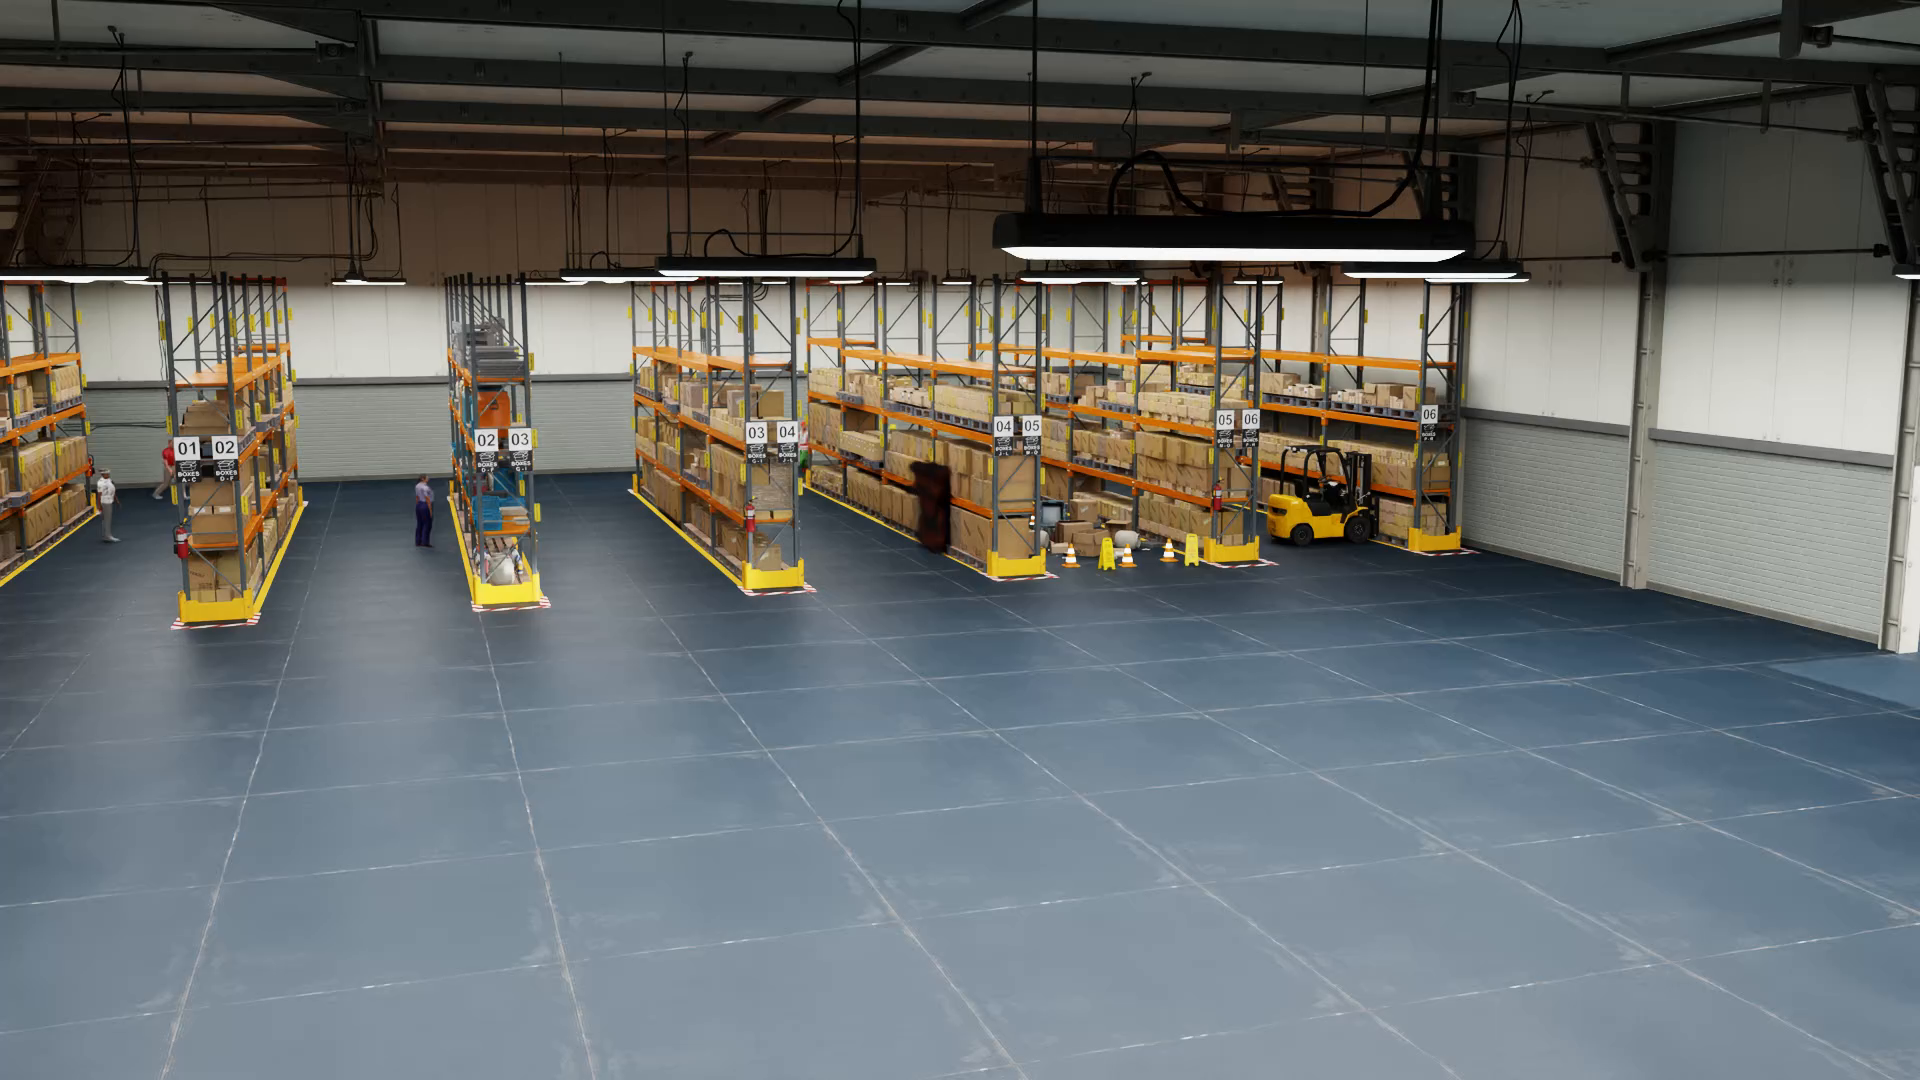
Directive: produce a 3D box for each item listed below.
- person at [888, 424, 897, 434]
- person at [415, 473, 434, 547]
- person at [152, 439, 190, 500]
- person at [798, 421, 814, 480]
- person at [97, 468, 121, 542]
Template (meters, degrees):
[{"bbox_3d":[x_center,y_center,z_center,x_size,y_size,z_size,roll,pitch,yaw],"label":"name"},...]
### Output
[{"bbox_3d":[-1.961,-2.505,48.732,0.351,1.766,0.652,-6,11,-36],"label":"person"},{"bbox_3d":[-11.954,-0.656,37.073,0.579,1.687,0.393,7,11,40],"label":"person"},{"bbox_3d":[-21.374,-1.893,45.027,1.006,1.680,0.581,1,9,4],"label":"person"},{"bbox_3d":[-4.672,-2.663,49.667,0.525,1.794,0.498,-8,11,-41],"label":"person"},{"bbox_3d":[-19.417,-0.820,37.947,0.417,1.694,0.480,-3,9,-16],"label":"person"}]
